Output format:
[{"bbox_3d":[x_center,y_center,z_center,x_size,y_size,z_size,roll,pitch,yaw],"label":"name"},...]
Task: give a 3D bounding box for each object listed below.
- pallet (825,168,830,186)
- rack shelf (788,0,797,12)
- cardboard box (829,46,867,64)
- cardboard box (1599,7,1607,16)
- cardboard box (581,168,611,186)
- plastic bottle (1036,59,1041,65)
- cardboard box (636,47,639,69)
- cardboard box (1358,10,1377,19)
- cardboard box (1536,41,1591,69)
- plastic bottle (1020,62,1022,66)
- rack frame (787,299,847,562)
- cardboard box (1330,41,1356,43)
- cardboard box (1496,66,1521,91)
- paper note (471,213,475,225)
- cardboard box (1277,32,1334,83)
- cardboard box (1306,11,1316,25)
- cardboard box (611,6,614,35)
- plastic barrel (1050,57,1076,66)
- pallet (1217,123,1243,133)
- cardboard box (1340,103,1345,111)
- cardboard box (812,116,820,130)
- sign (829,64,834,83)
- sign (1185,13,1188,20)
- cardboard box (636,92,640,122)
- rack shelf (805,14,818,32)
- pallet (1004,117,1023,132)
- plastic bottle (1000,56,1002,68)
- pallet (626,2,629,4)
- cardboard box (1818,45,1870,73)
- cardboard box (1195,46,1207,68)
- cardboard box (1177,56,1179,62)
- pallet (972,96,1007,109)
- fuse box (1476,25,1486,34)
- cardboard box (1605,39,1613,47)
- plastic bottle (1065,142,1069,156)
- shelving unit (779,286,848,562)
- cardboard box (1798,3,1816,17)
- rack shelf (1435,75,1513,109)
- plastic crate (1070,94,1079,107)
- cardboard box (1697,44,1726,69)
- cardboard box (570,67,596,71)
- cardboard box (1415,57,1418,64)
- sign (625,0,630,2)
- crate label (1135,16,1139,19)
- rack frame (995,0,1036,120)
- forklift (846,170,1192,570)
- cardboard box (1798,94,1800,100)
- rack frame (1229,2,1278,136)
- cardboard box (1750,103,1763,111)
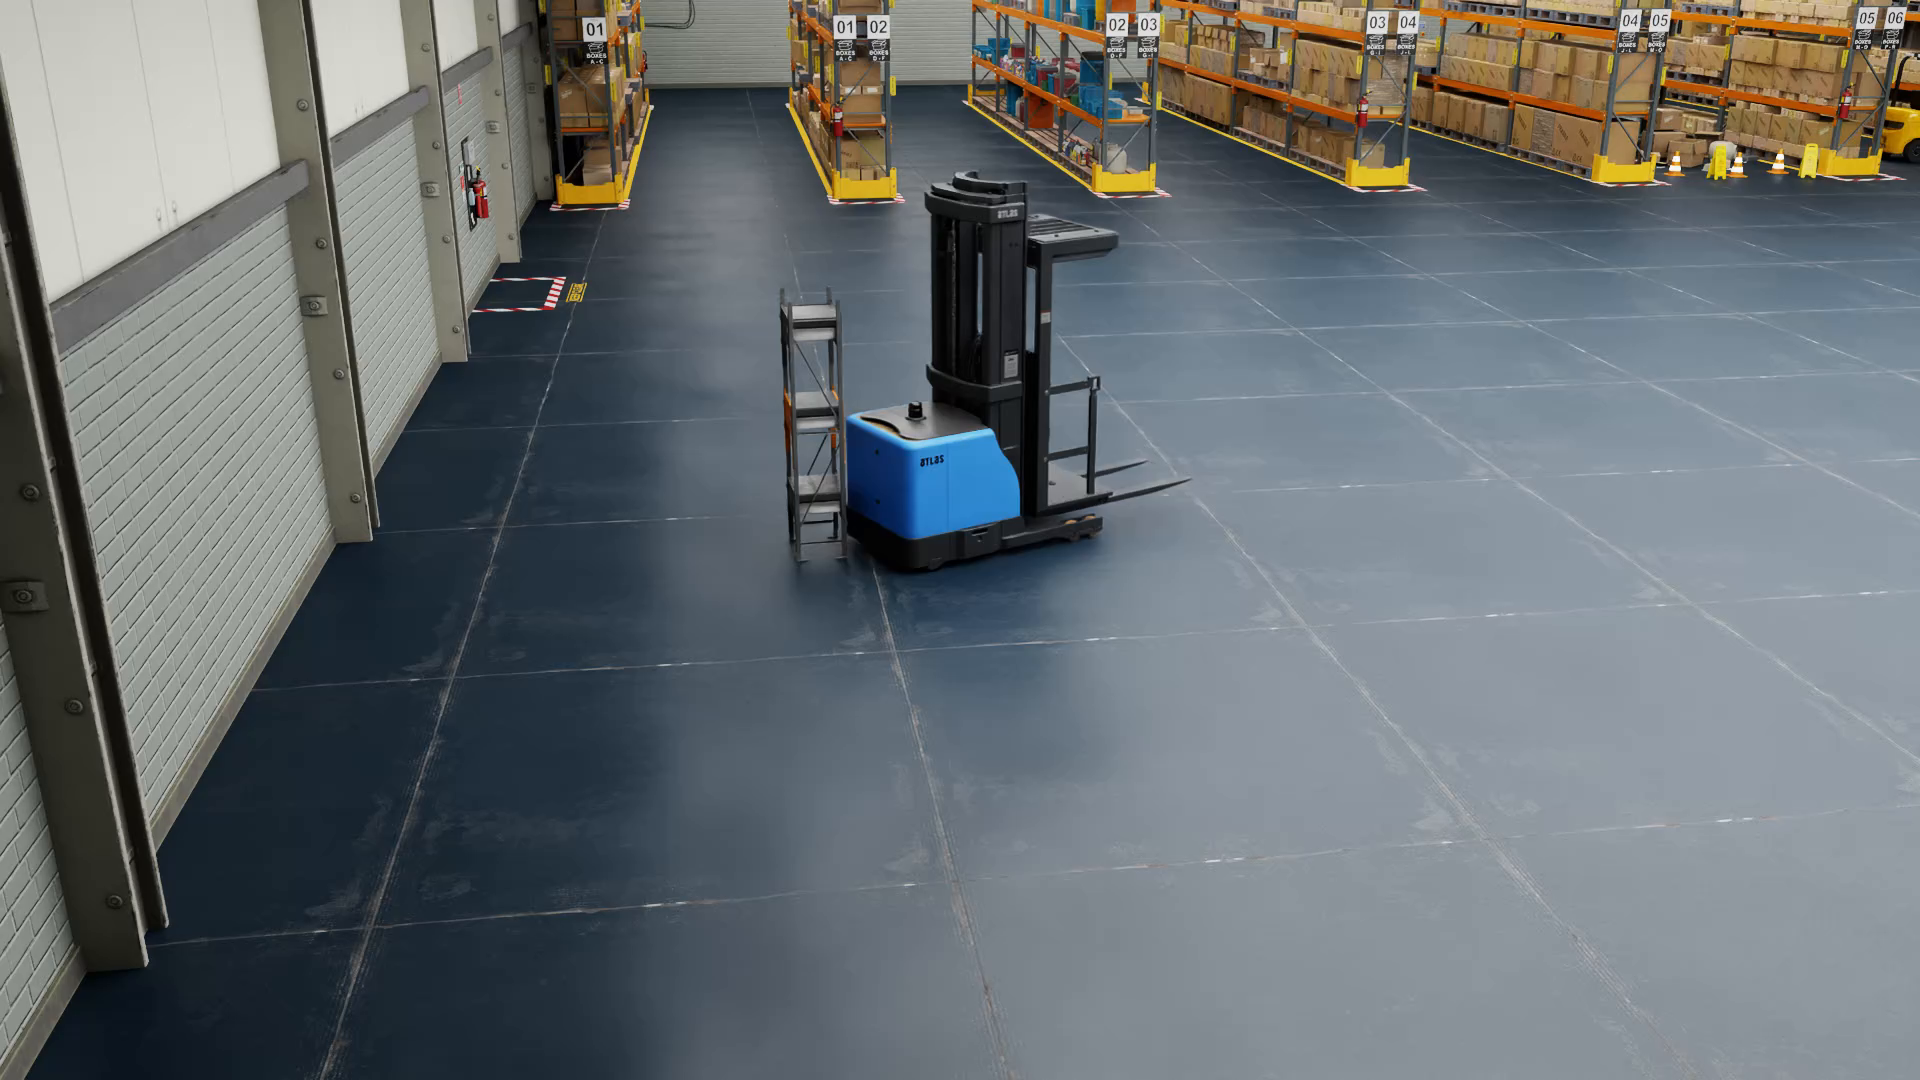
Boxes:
[{"bbox_3d":[-2.087,-7.118,32.472,1.003,0.211,1.213,-3,21,-8],"label":"pallet"},{"bbox_3d":[-3.781,-13.655,42.731,1.077,0.370,4.000,-3,21,-8],"label":"rack shelf"},{"bbox_3d":[-2.195,-9.451,32.737,0.700,0.500,0.500,-3,21,-8],"label":"cardboard box"},{"bbox_3d":[12.544,-10.170,31.987,0.380,0.149,0.250,-3,21,-7],"label":"cardboard box"},{"bbox_3d":[-6.675,-6.679,30.527,0.500,0.311,0.500,-5,21,-14],"label":"cardboard box"},{"bbox_3d":[1.893,-11.383,39.976,0.144,0.351,0.185,-3,21,-8],"label":"plastic bottle"},{"bbox_3d":[-8.456,-11.973,41.056,0.980,0.700,0.700,-3,21,-7],"label":"cardboard box"},{"bbox_3d":[7.691,-9.840,31.133,0.380,0.149,0.250,-3,21,-8],"label":"cardboard box"},{"bbox_3d":[12.600,-10.100,34.714,0.875,0.550,0.550,-3,21,-8],"label":"cardboard box"},{"bbox_3d":[1.457,-11.289,39.822,0.061,0.283,0.133,-3,21,-8],"label":"plastic bottle"},{"bbox_3d":[-1.103,-0.825,12.923,0.400,2.100,0.015,-4,21,-12],"label":"rack frame"},{"bbox_3d":[7.874,-9.963,34.107,0.500,0.500,0.500,-3,21,-8],"label":"cardboard box"},{"bbox_3d":[12.047,-10.052,36.201,0.500,0.500,0.500,-3,21,-8],"label":"cardboard box"},{"bbox_3d":[-6.481,-4.275,22.134,0.016,0.148,0.142,-3,21,-8],"label":"paper note"},{"bbox_3d":[7.488,-10.383,35.771,1.000,1.000,1.000,-3,21,-7],"label":"cardboard box"},{"bbox_3d":[7.356,-10.606,33.754,0.500,0.250,0.500,-3,21,-8],"label":"cardboard box"},{"bbox_3d":[-6.586,-9.446,30.261,0.500,0.500,0.500,-2,21,-5],"label":"cardboard box"},{"bbox_3d":[2.353,-10.677,37.820,0.600,0.536,0.708,-3,21,-8],"label":"plastic barrel"},{"bbox_3d":[6.848,-9.979,40.131,1.003,0.211,1.213,-3,21,-8],"label":"pallet"},{"bbox_3d":[7.652,-8.467,32.457,0.380,0.149,0.250,-3,21,-8],"label":"cardboard box"},{"bbox_3d":[-2.976,-9.127,36.393,0.500,0.311,0.500,-3,21,-9],"label":"cardboard box"},{"bbox_3d":[-2.302,-8.371,29.848,0.100,0.325,0.005,-3,21,-8],"label":"sign"},{"bbox_3d":[6.273,-14.454,46.135,0.100,0.325,0.005,-3,21,-8],"label":"sign"},{"bbox_3d":[-8.041,-10.307,39.498,0.750,0.750,0.750,-2,21,-6],"label":"cardboard box"},{"bbox_3d":[-2.628,-10.885,35.315,1.077,0.370,4.000,-3,21,-8],"label":"rack shelf"},{"bbox_3d":[1.658,-10.144,40.575,1.003,0.211,1.213,-3,21,-8],"label":"pallet"},{"bbox_3d":[1.040,-11.940,41.564,0.061,0.283,0.133,-3,21,-8],"label":"plastic bottle"},{"bbox_3d":[-8.127,-12.183,38.030,1.003,0.211,1.213,-2,21,-5],"label":"pallet"},{"bbox_3d":[17.557,-9.558,33.024,0.700,0.500,0.500,-3,21,-9],"label":"cardboard box"},{"bbox_3d":[6.203,-12.094,41.667,0.500,0.500,0.500,-3,21,-8],"label":"cardboard box"},{"bbox_3d":[5.868,-12.542,43.369,0.380,0.149,0.250,-3,21,-9],"label":"cardboard box"},{"bbox_3d":[0.913,-11.934,45.368,1.003,0.211,1.213,-3,21,-8],"label":"pallet"},{"bbox_3d":[16.804,-15.681,53.254,0.539,1.711,0.414,-3,21,-8],"label":"fuse box"},{"bbox_3d":[16.278,-12.366,40.967,0.500,0.500,0.500,-3,21,-7],"label":"cardboard box"},{"bbox_3d":[2.248,-8.061,34.274,0.152,0.276,0.135,-2,21,-6],"label":"plastic bottle"},{"bbox_3d":[-1.155,-0.908,13.146,0.431,2.100,0.503,-4,21,-12],"label":"shelving unit"},{"bbox_3d":[17.356,-10.730,33.659,0.500,0.250,0.500,-2,21,-6],"label":"cardboard box"},{"bbox_3d":[12.098,-10.194,37.750,1.077,0.370,4.000,-3,21,-8],"label":"rack shelf"},{"bbox_3d":[2.479,-8.790,33.266,0.450,0.188,0.662,-3,21,-8],"label":"plastic crate"},{"bbox_3d":[16.904,-10.826,37.246,0.500,0.500,0.500,-3,21,-7],"label":"cardboard box"},{"bbox_3d":[-7.380,-8.991,32.615,0.500,0.500,0.500,-3,21,-9],"label":"cardboard box"},{"bbox_3d":[11.212,-11.625,40.313,0.380,0.149,0.250,-3,21,-7],"label":"cardboard box"},{"bbox_3d":[-7.280,-11.933,36.352,0.100,0.325,0.005,-3,21,-8],"label":"sign"},{"bbox_3d":[3.196,-9.989,32.098,0.502,0.251,0.408,-3,21,-8],"label":"crate label"},{"bbox_3d":[1.409,-12.143,41.942,1.000,3.000,0.127,-3,21,-8],"label":"rack frame"},{"bbox_3d":[0.583,-1.513,13.578,3.031,2.935,1.130,-13,24,-31],"label":"forklift"},{"bbox_3d":[17.454,-9.094,34.138,0.380,0.149,0.250,-3,21,-7],"label":"cardboard box"},{"bbox_3d":[6.887,-11.008,38.902,1.000,3.000,0.127,-3,21,-8],"label":"rack frame"},{"bbox_3d":[17.123,-9.245,35.512,0.380,0.149,0.250,-2,21,-6],"label":"cardboard box"}]
